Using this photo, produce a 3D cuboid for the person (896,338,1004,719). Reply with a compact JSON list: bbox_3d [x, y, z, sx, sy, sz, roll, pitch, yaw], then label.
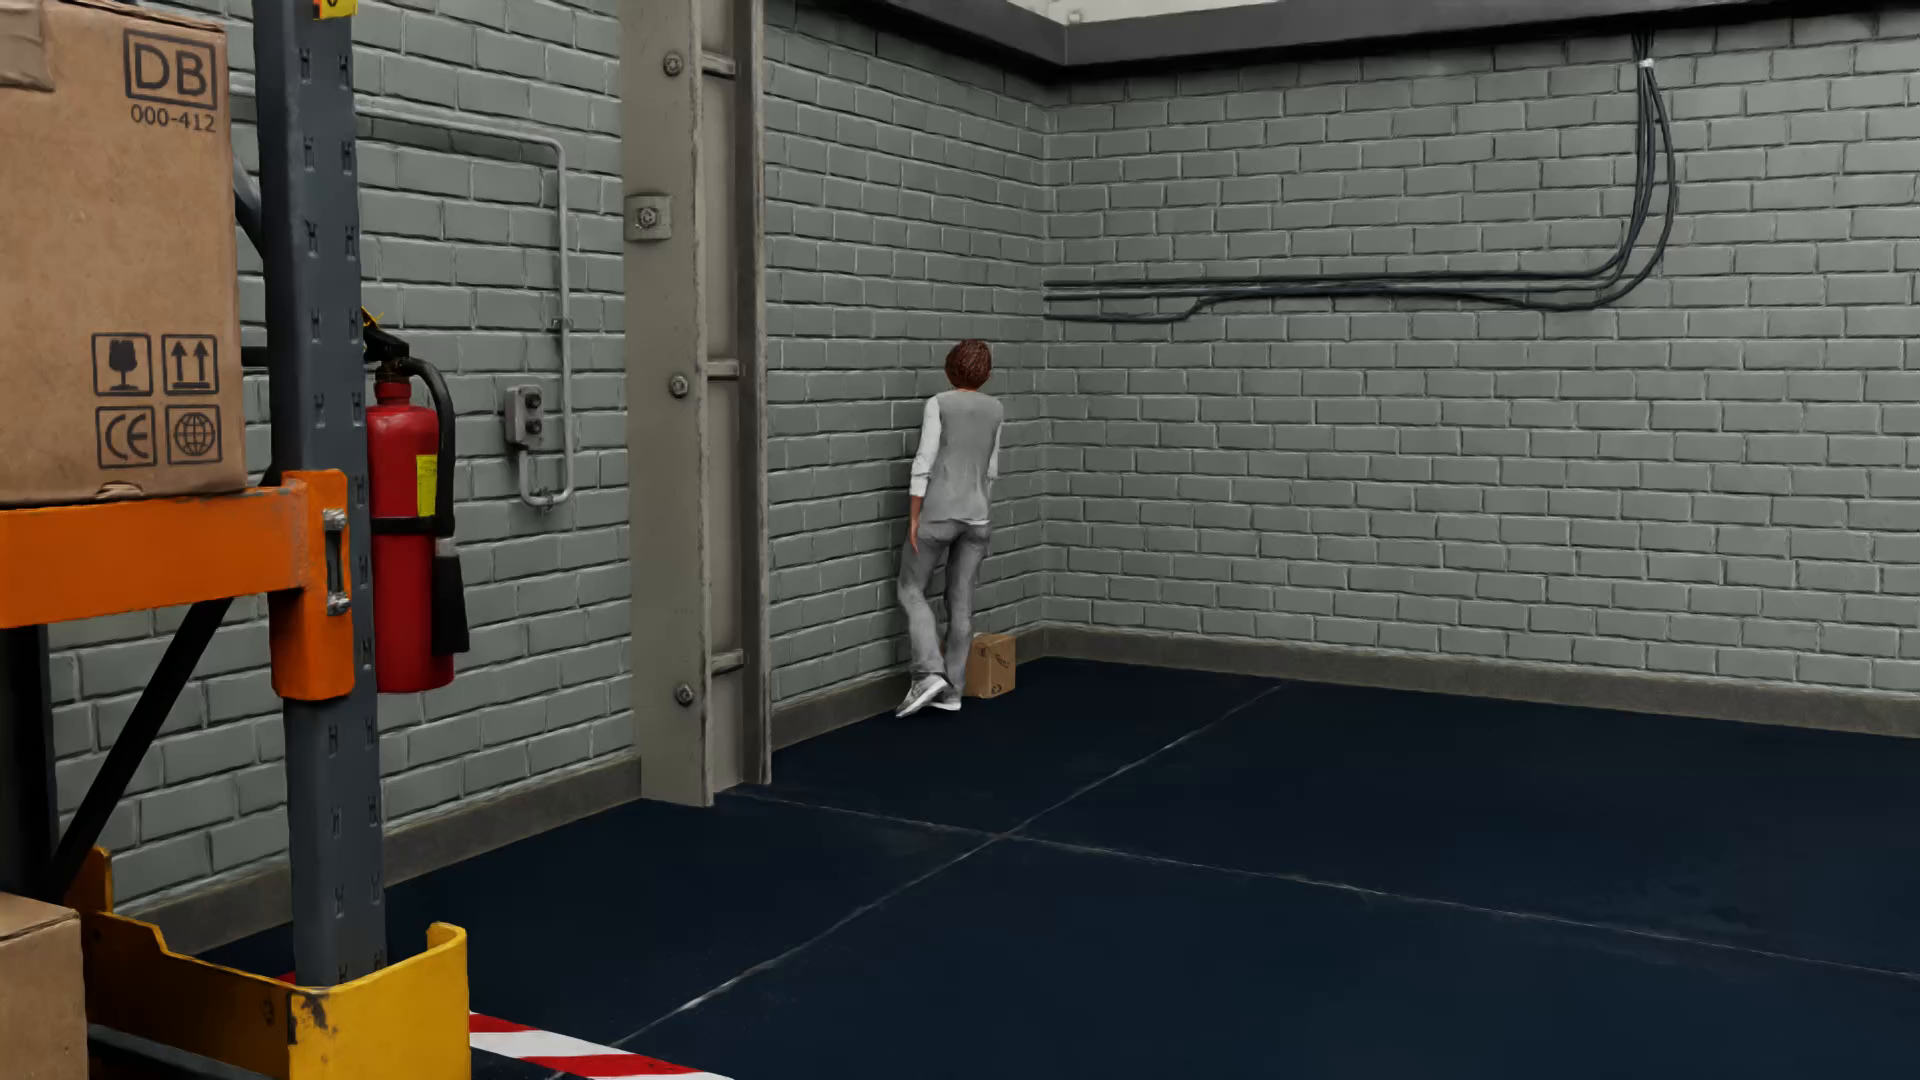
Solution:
[{"bbox_3d":[-0.061,-0.055,7.059,0.508,1.596,0.390,-3,7,-26],"label":"person"}]
